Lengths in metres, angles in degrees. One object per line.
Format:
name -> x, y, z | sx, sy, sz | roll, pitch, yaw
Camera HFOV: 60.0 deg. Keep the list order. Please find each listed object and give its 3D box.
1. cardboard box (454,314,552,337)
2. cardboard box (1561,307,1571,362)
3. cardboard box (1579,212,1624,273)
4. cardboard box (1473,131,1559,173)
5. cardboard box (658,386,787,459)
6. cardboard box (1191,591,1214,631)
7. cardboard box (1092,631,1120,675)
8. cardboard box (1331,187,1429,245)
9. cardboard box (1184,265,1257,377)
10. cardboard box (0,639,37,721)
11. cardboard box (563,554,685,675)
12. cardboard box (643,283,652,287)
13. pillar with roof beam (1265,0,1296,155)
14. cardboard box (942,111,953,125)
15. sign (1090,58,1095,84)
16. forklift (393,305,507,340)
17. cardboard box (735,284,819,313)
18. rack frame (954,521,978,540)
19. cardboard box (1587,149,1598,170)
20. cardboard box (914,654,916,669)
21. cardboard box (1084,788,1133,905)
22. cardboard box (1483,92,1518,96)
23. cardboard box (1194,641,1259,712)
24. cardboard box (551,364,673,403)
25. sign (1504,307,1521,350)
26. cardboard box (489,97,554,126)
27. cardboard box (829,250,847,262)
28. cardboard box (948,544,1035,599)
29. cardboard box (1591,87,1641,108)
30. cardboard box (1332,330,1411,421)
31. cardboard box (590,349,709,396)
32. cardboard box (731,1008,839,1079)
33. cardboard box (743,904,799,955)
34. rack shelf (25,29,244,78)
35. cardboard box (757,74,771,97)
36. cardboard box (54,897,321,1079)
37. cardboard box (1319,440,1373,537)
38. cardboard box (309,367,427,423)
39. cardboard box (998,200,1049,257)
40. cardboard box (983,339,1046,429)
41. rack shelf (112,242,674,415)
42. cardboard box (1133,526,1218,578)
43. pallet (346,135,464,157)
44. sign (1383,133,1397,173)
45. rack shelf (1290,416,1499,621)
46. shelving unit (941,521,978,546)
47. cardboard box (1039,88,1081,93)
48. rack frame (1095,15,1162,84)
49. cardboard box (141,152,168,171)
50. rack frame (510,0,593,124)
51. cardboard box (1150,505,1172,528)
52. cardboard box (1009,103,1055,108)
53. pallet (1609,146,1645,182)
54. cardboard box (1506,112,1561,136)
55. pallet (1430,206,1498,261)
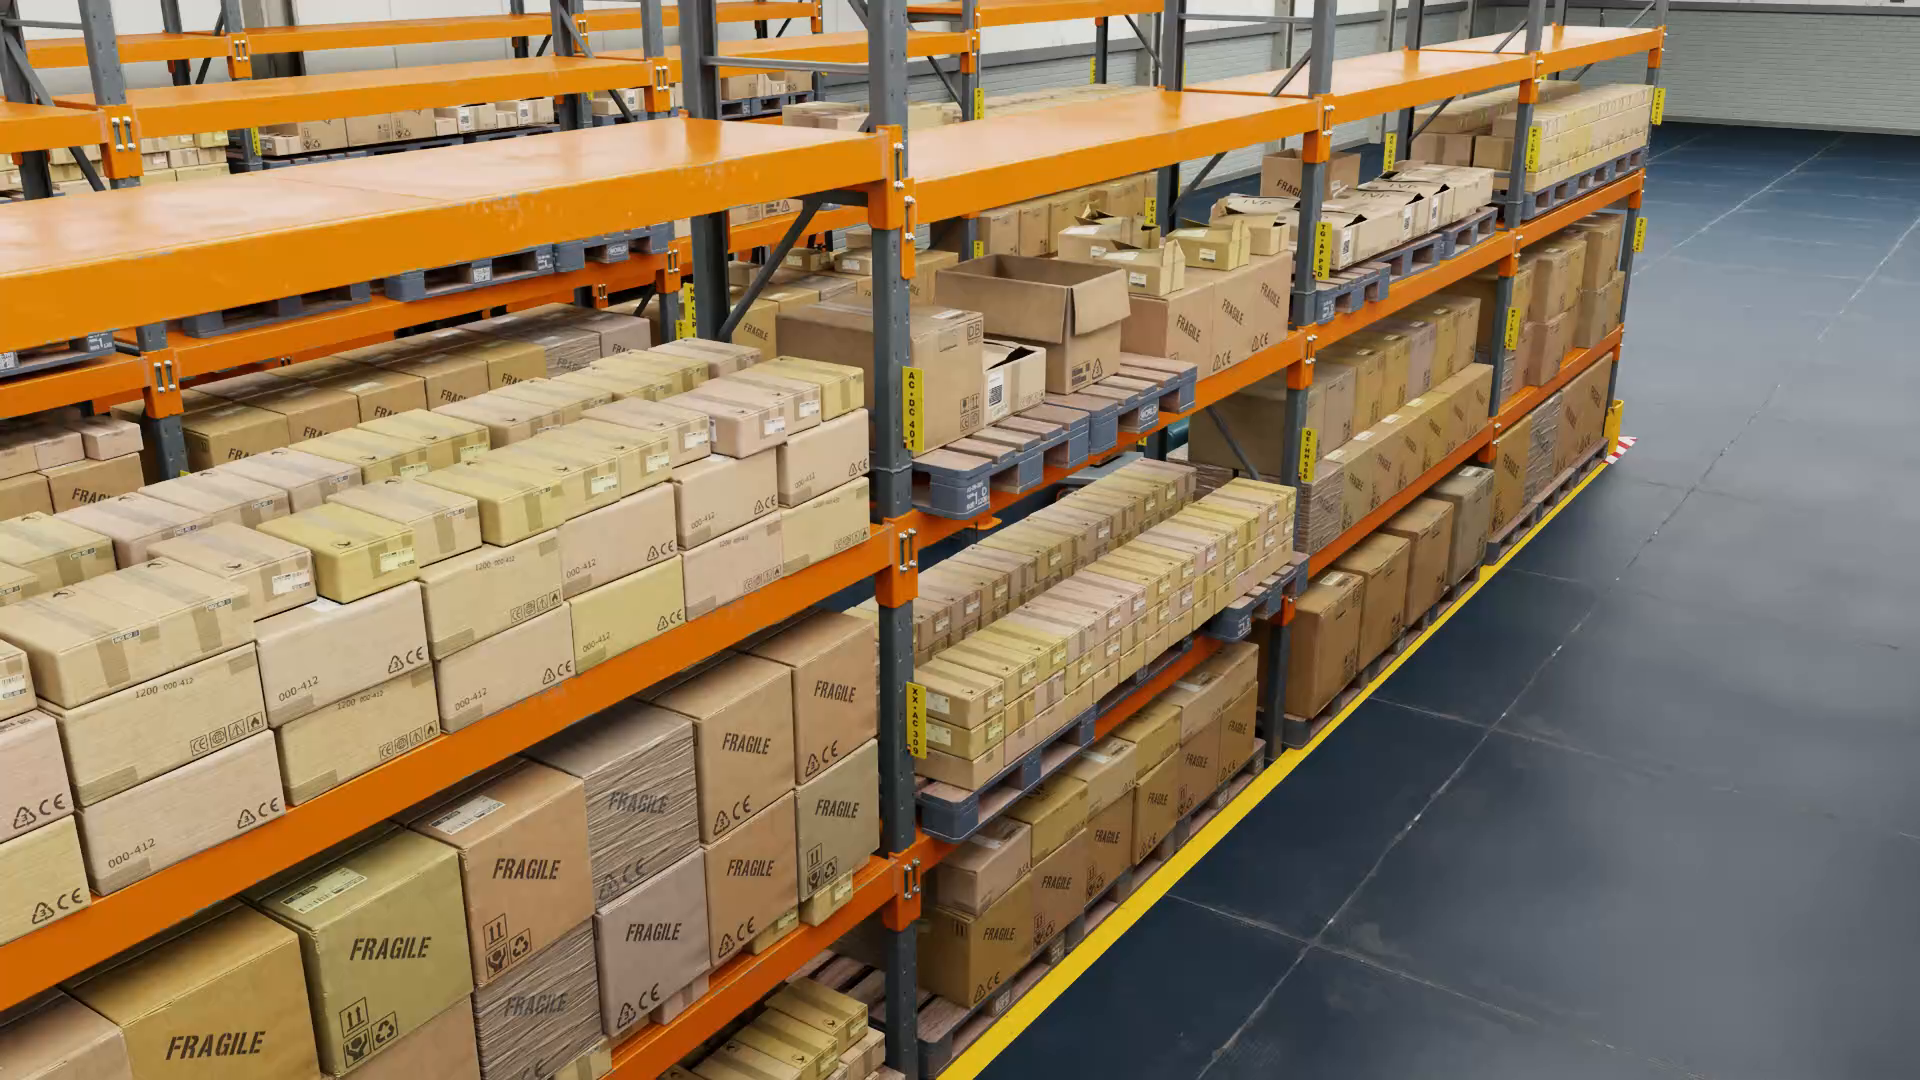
cardboard box -> -3.288, -1.317, 12.064 | 0.500, 0.500, 0.500 | 13, 24, 32
cardboard box -> 4.966, -1.895, 14.996 | 0.875, 0.550, 0.500 | 13, 24, 32
cardboard box -> 5.870, -2.876, 16.092 | 0.875, 0.550, 0.550 | 13, 24, 32
cardboard box -> 4.368, -3.056, 13.065 | 0.500, 0.250, 0.500 | 13, 24, 32
cardboard box -> -0.827, -0.414, 5.805 | 0.380, 0.149, 0.250 | 13, 24, 32
cardboard box -> 1.138, 0.342, 8.920 | 0.380, 0.149, 0.250 | 12, 23, 29
cardboard box -> 0.551, 0.501, 8.061 | 0.380, 0.149, 0.250 | 14, 25, 34
cardboard box -> 2.773, -2.168, 11.004 | 0.500, 0.311, 0.500 | 13, 24, 31
cardboard box -> 1.232, -1.197, 8.858 | 0.500, 0.500, 0.500 | 13, 24, 32
cardboard box -> -2.355, 0.316, 3.831 | 0.380, 0.149, 0.250 | 14, 25, 34
cardboard box -> -1.263, 0.188, 5.472 | 0.500, 0.250, 0.500 | 13, 24, 31
cardboard box -> -3.711, -3.000, 20.116 | 0.500, 0.250, 0.500 | 13, 24, 32
pillar with roof beam -> 10.395, -11.416, 32.305 | 9.100, 9.000, 0.400 | 13, 24, 32
cardboard box -> -0.291, -3.984, 15.747 | 0.380, 0.149, 0.250 | 14, 24, 33
sign -> 1.511, -5.257, 18.718 | 0.100, 0.325, 0.005 | 13, 24, 32
forklift -> -3.795, -1.337, 13.801 | 3.031, 2.935, 1.130 | -19, 27, -41
cardboard box -> -1.513, -1.811, 13.807 | 0.500, 0.500, 0.500 | 14, 24, 33
rack frame -> 0.053, -0.449, 14.329 | 0.240, 0.900, 0.006 | 13, 24, 32
cardboard box -> 5.203, -3.258, 14.186 | 0.380, 0.149, 0.250 | 14, 24, 33
cardboard box -> -0.428, 0.598, 7.801 | 0.380, 0.149, 0.250 | 13, 24, 32
cardboard box -> 0.579, 1.555, 8.883 | 0.500, 0.500, 0.500 | 14, 24, 33
cardboard box -> 4.801, -3.834, 14.592 | 0.380, 0.149, 0.250 | 14, 24, 33
cardboard box -> 1.446, 0.768, 9.929 | 0.500, 0.250, 0.500 | 13, 24, 31
cardboard box -> -1.274, -0.522, 6.098 | 0.380, 0.149, 0.250 | 13, 24, 31
sign -> 4.316, -1.654, 13.004 | 0.100, 0.325, 0.005 | 13, 24, 32
cardboard box -> -4.601, -4.508, 17.330 | 0.500, 0.311, 0.500 | 12, 24, 30
cardboard box -> -1.070, -2.348, 15.258 | 0.500, 0.500, 0.500 | 13, 24, 32
cardboard box -> 0.162, 0.159, 8.557 | 0.380, 0.149, 0.250 | 12, 23, 29
cardboard box -> 5.916, -3.997, 15.035 | 0.380, 0.149, 0.250 | 14, 24, 33
cardboard box -> 2.731, -1.185, 11.708 | 0.700, 0.500, 0.500 | 13, 24, 31
cardboard box -> -1.180, -0.605, 6.323 | 0.380, 0.149, 0.250 | 12, 24, 30
cardboard box -> -0.731, 2.140, 6.951 | 0.380, 0.149, 0.250 | 14, 24, 32
cardboard box -> -0.856, 1.450, 6.530 | 0.380, 0.149, 0.250 | 14, 25, 34
rack shelf -> -7.769, -3.721, 13.115 | 1.077, 0.370, 4.000 | 13, 24, 32
cardboard box -> -2.505, -5.520, 20.131 | 0.396, 0.266, 0.258 | 13, 24, 32
cardboard box -> -2.133, 1.314, 4.522 | 0.500, 0.500, 0.500 | 14, 25, 33
cardboard box -> 2.373, -0.372, 10.952 | 0.500, 0.500, 0.500 | 13, 24, 31
cardboard box -> -3.754, -0.772, 10.592 | 0.500, 0.500, 0.500 | 13, 24, 31
cardboard box -> 0.443, -3.069, 16.370 | 0.700, 0.500, 0.500 | 13, 24, 32
cardboard box -> 0.033, -0.729, 7.259 | 0.500, 0.311, 0.500 | 13, 24, 31
rack shelf -> -3.661, -1.535, 10.952 | 1.077, 0.370, 4.000 | 13, 24, 32
cardboard box -> 1.139, 0.061, 8.823 | 0.380, 0.149, 0.250 | 13, 24, 32
pallet -> -5.711, -3.858, 16.468 | 1.003, 0.211, 1.213 | 15, 25, 34
sign -> 3.402, -3.045, 13.137 | 0.100, 0.325, 0.005 | 13, 24, 32
rack shelf -> 2.738, -0.339, 12.043 | 1.077, 0.370, 4.000 | 13, 24, 32
shelving unit -> -0.005, -0.420, 14.250 | 0.258, 0.900, 0.210 | 13, 24, 32
cardboard box -> 1.069, -4.743, 17.800 | 0.380, 0.149, 0.250 | 13, 24, 32
rack frame -> 1.960, -6.148, 18.063 | 1.000, 3.000, 0.127 | 13, 24, 32
cardboard box -> -6.975, -3.240, 14.166 | 0.380, 0.149, 0.250 | 14, 24, 33
rack frame -> -4.396, -5.968, 17.575 | 1.000, 3.000, 0.127 | 13, 24, 32
cardboard box -> 1.025, -0.144, 9.806 | 0.380, 0.149, 0.250 | 15, 25, 34
cardboard box -> 0.704, -4.182, 16.284 | 0.380, 0.149, 0.250 | 12, 24, 30
pallet -> 5.702, -3.549, 15.487 | 1.003, 0.211, 1.213 | 13, 24, 32
cardboard box -> 4.490, -3.269, 13.066 | 0.380, 0.149, 0.250 | 13, 24, 31
pallet -> 3.387, -2.295, 12.245 | 0.805, 0.209, 1.217 | 12, 24, 30
